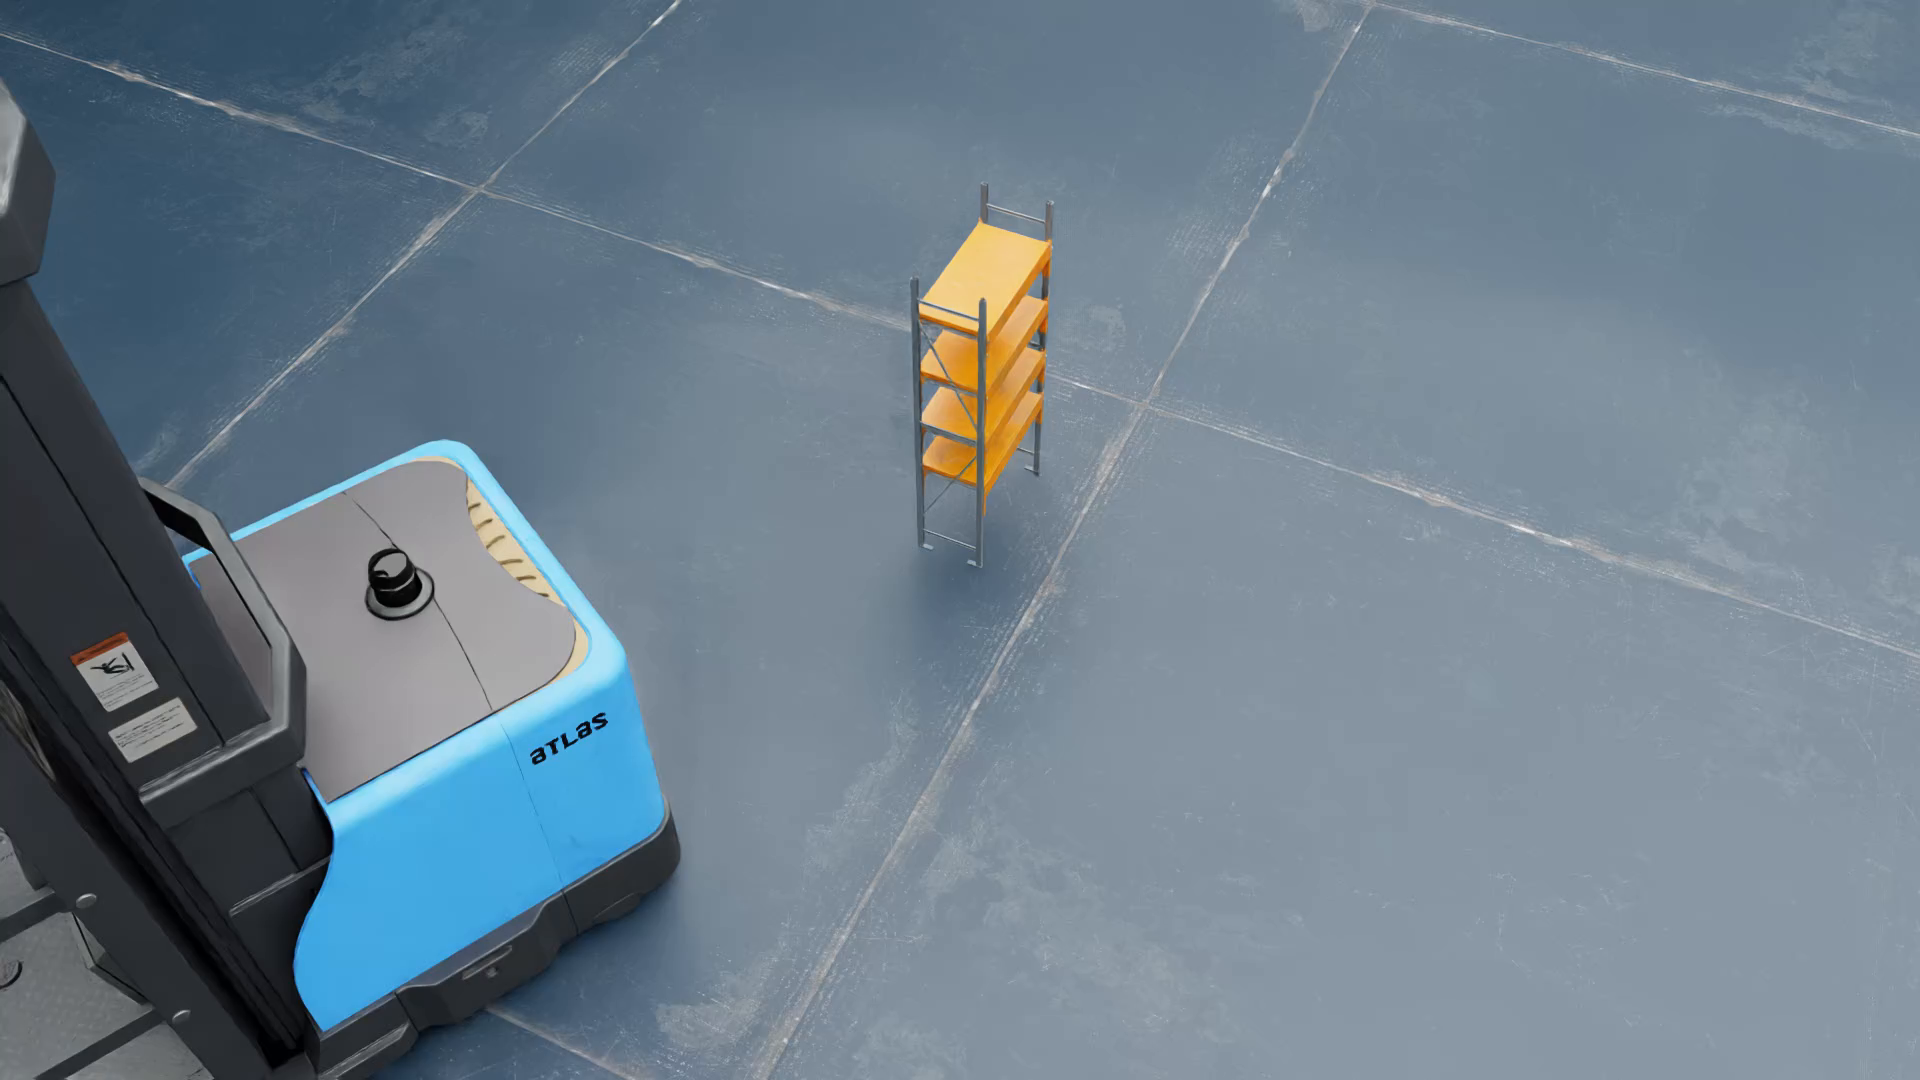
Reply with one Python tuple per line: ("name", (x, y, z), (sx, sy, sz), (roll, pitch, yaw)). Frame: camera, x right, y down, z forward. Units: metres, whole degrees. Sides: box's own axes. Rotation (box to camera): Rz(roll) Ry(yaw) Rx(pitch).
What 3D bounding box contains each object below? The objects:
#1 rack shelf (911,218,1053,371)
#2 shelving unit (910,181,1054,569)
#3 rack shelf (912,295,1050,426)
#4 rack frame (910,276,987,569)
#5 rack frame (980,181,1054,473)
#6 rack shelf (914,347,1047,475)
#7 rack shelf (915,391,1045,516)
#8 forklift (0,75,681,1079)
("rack shelf", (0.071, -0.757, 5.091), (0.258, 0.148, 0.480), (20, 52, 16))
("shelving unit", (0.071, -0.503, 5.390), (0.258, 1.200, 0.503), (20, 52, 16))
("rack shelf", (0.071, -0.604, 5.271), (0.258, 0.148, 0.480), (20, 52, 16))
("rack frame", (-0.034, -0.335, 5.247), (0.240, 1.200, 0.015), (20, 52, 16))
("rack frame", (0.175, -0.671, 5.533), (0.240, 1.200, 0.015), (20, 52, 16))
("rack shelf", (0.071, -0.459, 5.441), (0.258, 0.148, 0.480), (20, 52, 16))
("rack shelf", (0.071, -0.331, 5.592), (0.258, 0.148, 0.480), (20, 52, 16))
("forklift", (-2.303, 0.410, 3.477), (3.031, 2.935, 1.130), (-30, 56, -23))
